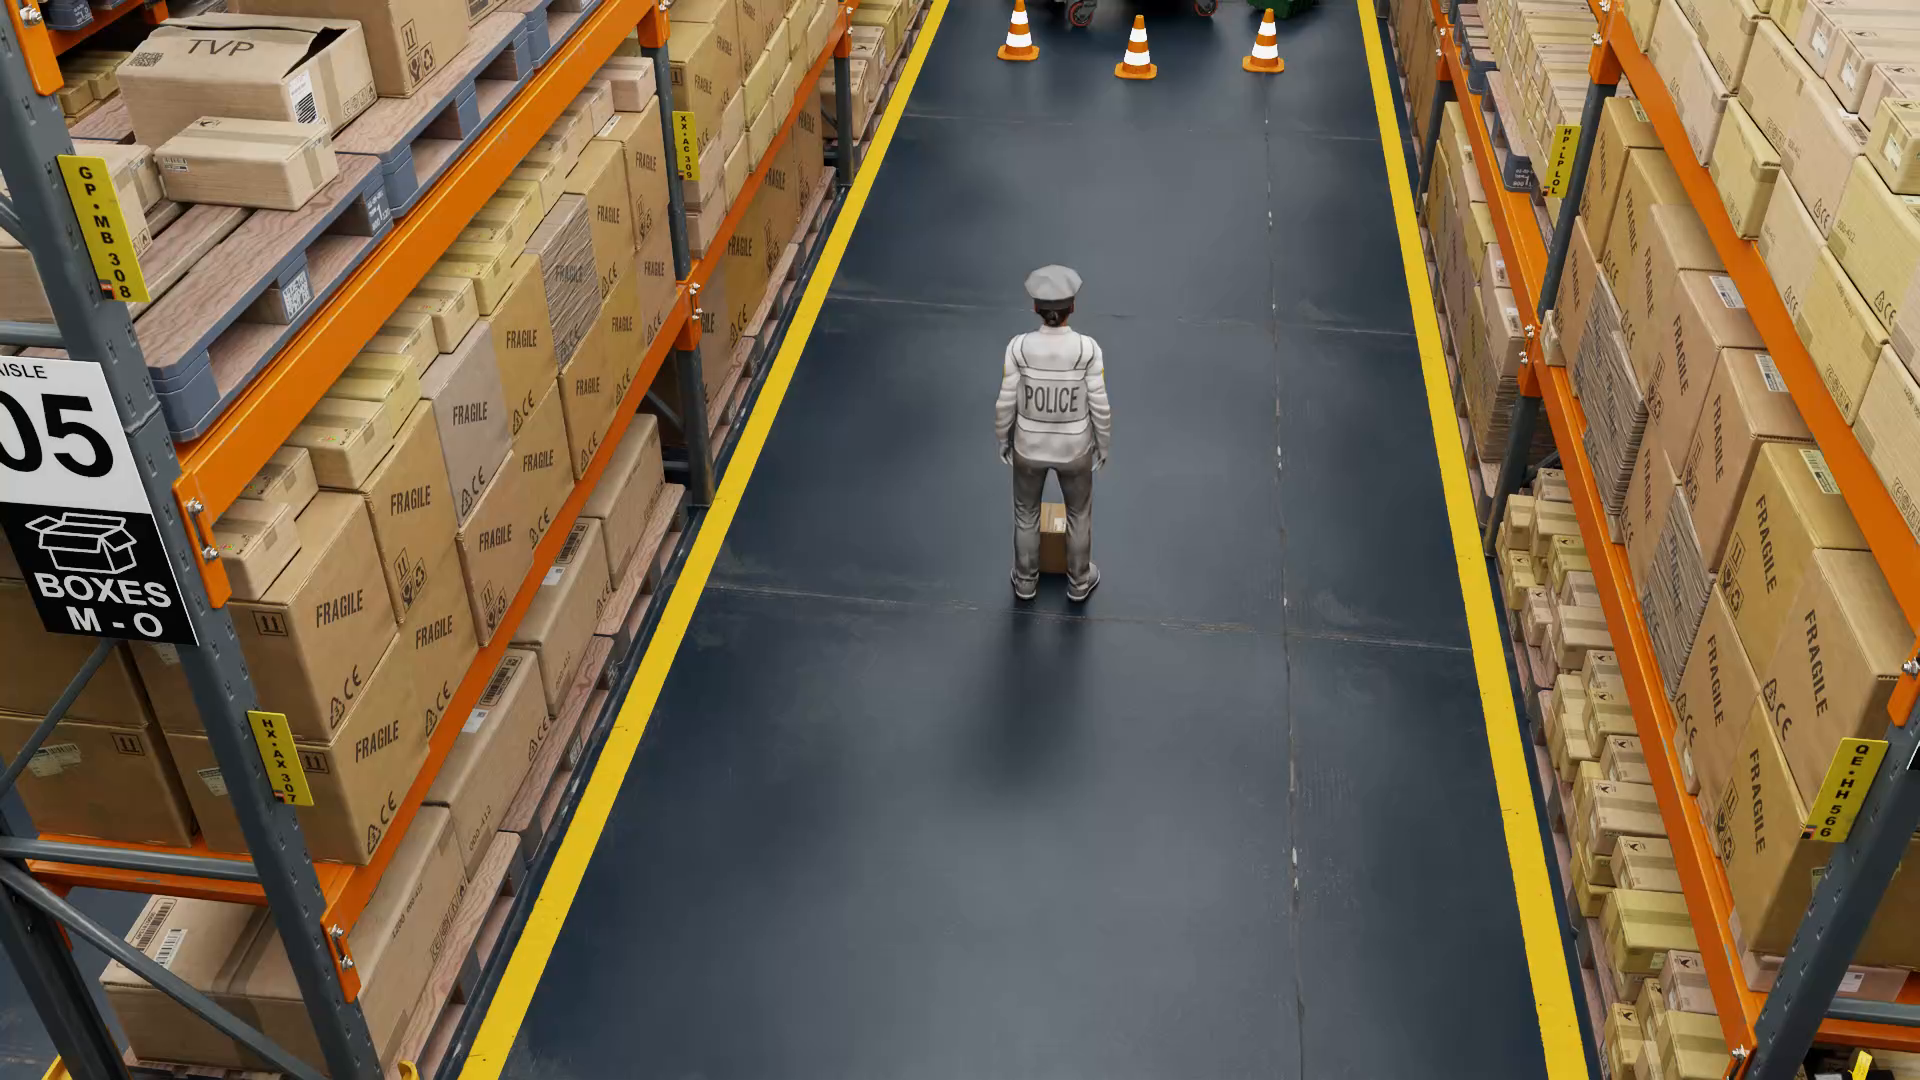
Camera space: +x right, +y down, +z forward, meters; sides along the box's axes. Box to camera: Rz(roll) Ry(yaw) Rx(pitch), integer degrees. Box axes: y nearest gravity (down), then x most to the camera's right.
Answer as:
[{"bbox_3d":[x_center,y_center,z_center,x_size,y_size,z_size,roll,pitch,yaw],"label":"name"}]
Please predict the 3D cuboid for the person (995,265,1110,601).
[{"bbox_3d":[0.423,-0.435,7.627,0.526,1.663,0.373,4,37,5],"label":"person"}]
